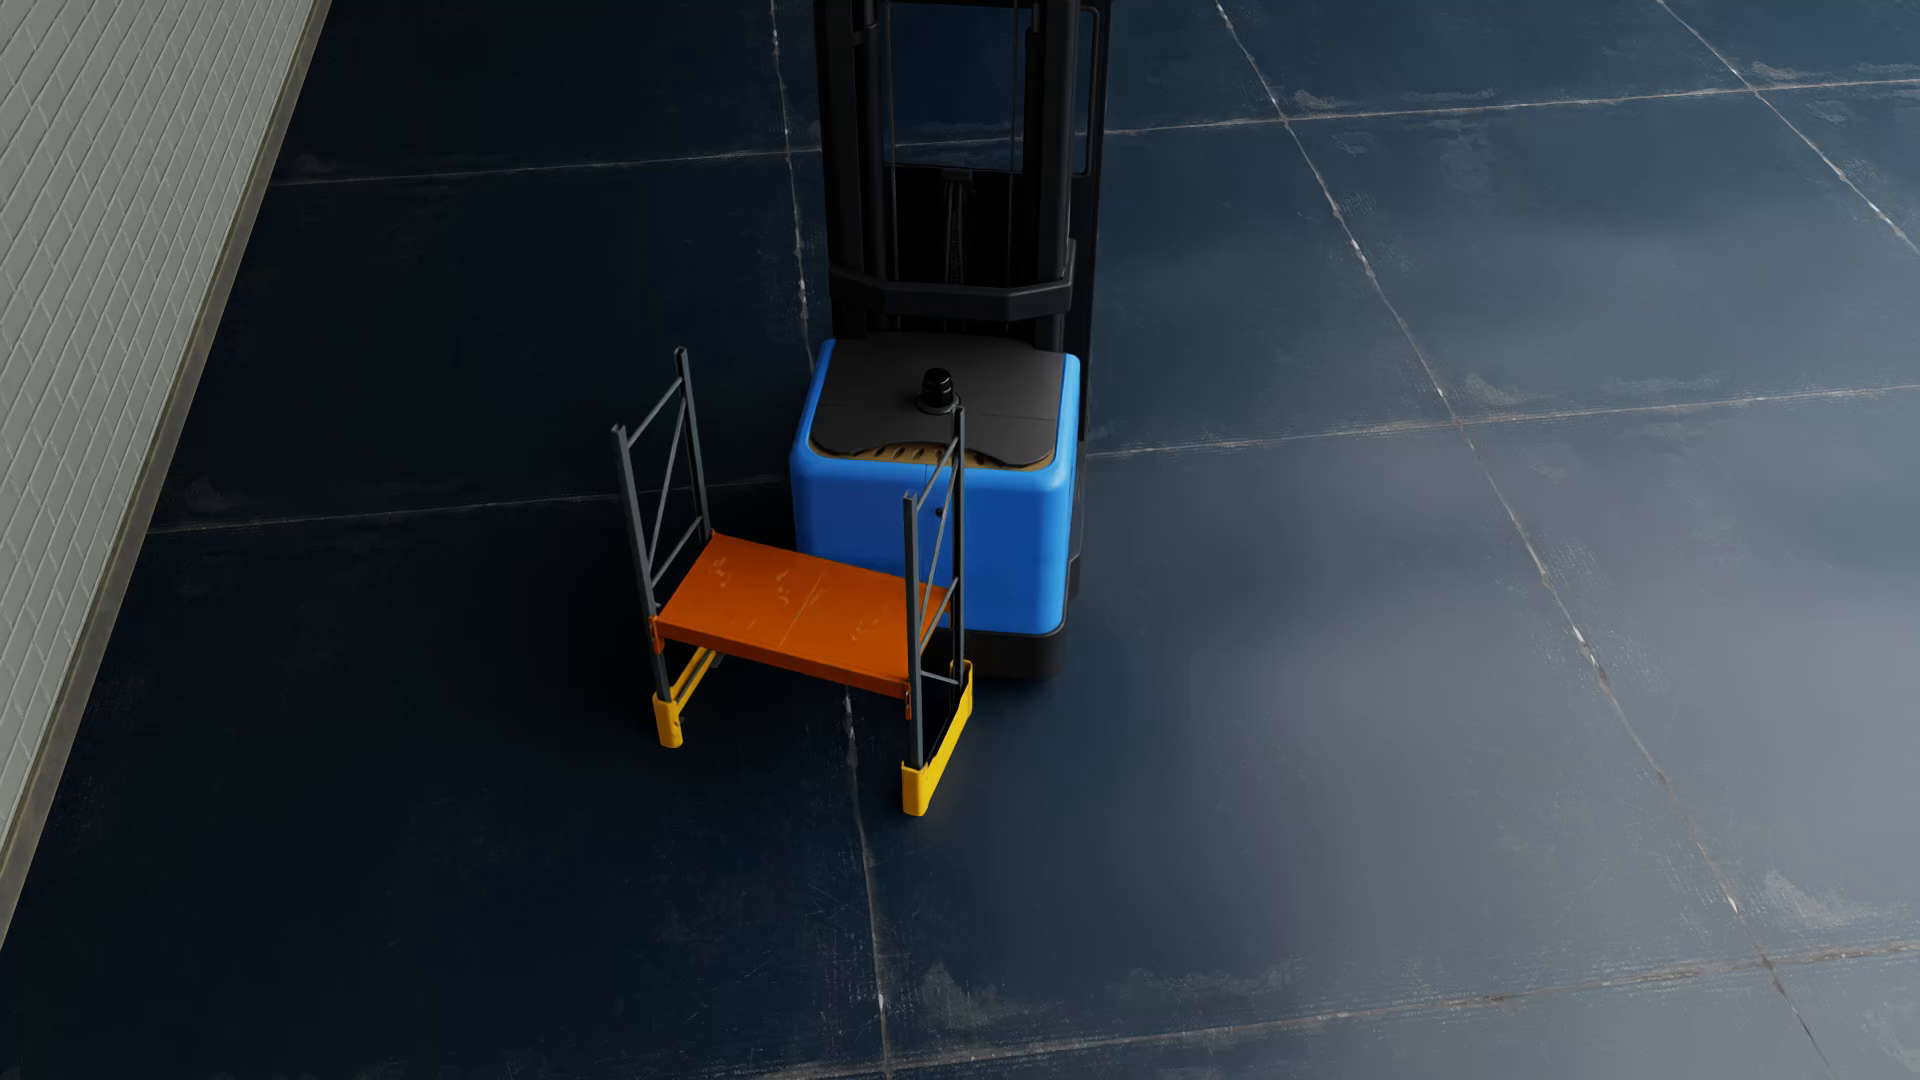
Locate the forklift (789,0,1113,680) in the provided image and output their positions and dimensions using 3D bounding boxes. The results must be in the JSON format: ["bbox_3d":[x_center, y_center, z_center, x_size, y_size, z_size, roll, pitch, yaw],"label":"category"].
[{"bbox_3d":[0.036,-1.524,6.751,1.130,2.935,3.031,4,42,5],"label":"forklift"}]

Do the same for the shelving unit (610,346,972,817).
[{"bbox_3d":[-0.553,0.162,5.951,1.083,1.500,0.587,13,44,14],"label":"shelving unit"}]

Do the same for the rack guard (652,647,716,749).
[{"bbox_3d":[-1.023,0.516,6.491,0.087,0.250,0.587,13,44,14],"label":"rack guard"}]

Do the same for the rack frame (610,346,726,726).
[{"bbox_3d":[-1.041,0.048,6.077,0.032,1.500,0.500,13,44,14],"label":"rack frame"}]

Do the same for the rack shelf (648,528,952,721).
[{"bbox_3d":[-0.561,0.294,6.073,1.000,0.185,0.538,13,44,14],"label":"rack shelf"}]

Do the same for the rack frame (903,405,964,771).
[{"bbox_3d":[-0.081,0.272,5.829,0.032,1.500,0.500,13,44,14],"label":"rack frame"}]

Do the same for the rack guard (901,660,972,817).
[{"bbox_3d":[-0.082,0.736,6.248,0.087,0.250,0.587,13,44,14],"label":"rack guard"}]
